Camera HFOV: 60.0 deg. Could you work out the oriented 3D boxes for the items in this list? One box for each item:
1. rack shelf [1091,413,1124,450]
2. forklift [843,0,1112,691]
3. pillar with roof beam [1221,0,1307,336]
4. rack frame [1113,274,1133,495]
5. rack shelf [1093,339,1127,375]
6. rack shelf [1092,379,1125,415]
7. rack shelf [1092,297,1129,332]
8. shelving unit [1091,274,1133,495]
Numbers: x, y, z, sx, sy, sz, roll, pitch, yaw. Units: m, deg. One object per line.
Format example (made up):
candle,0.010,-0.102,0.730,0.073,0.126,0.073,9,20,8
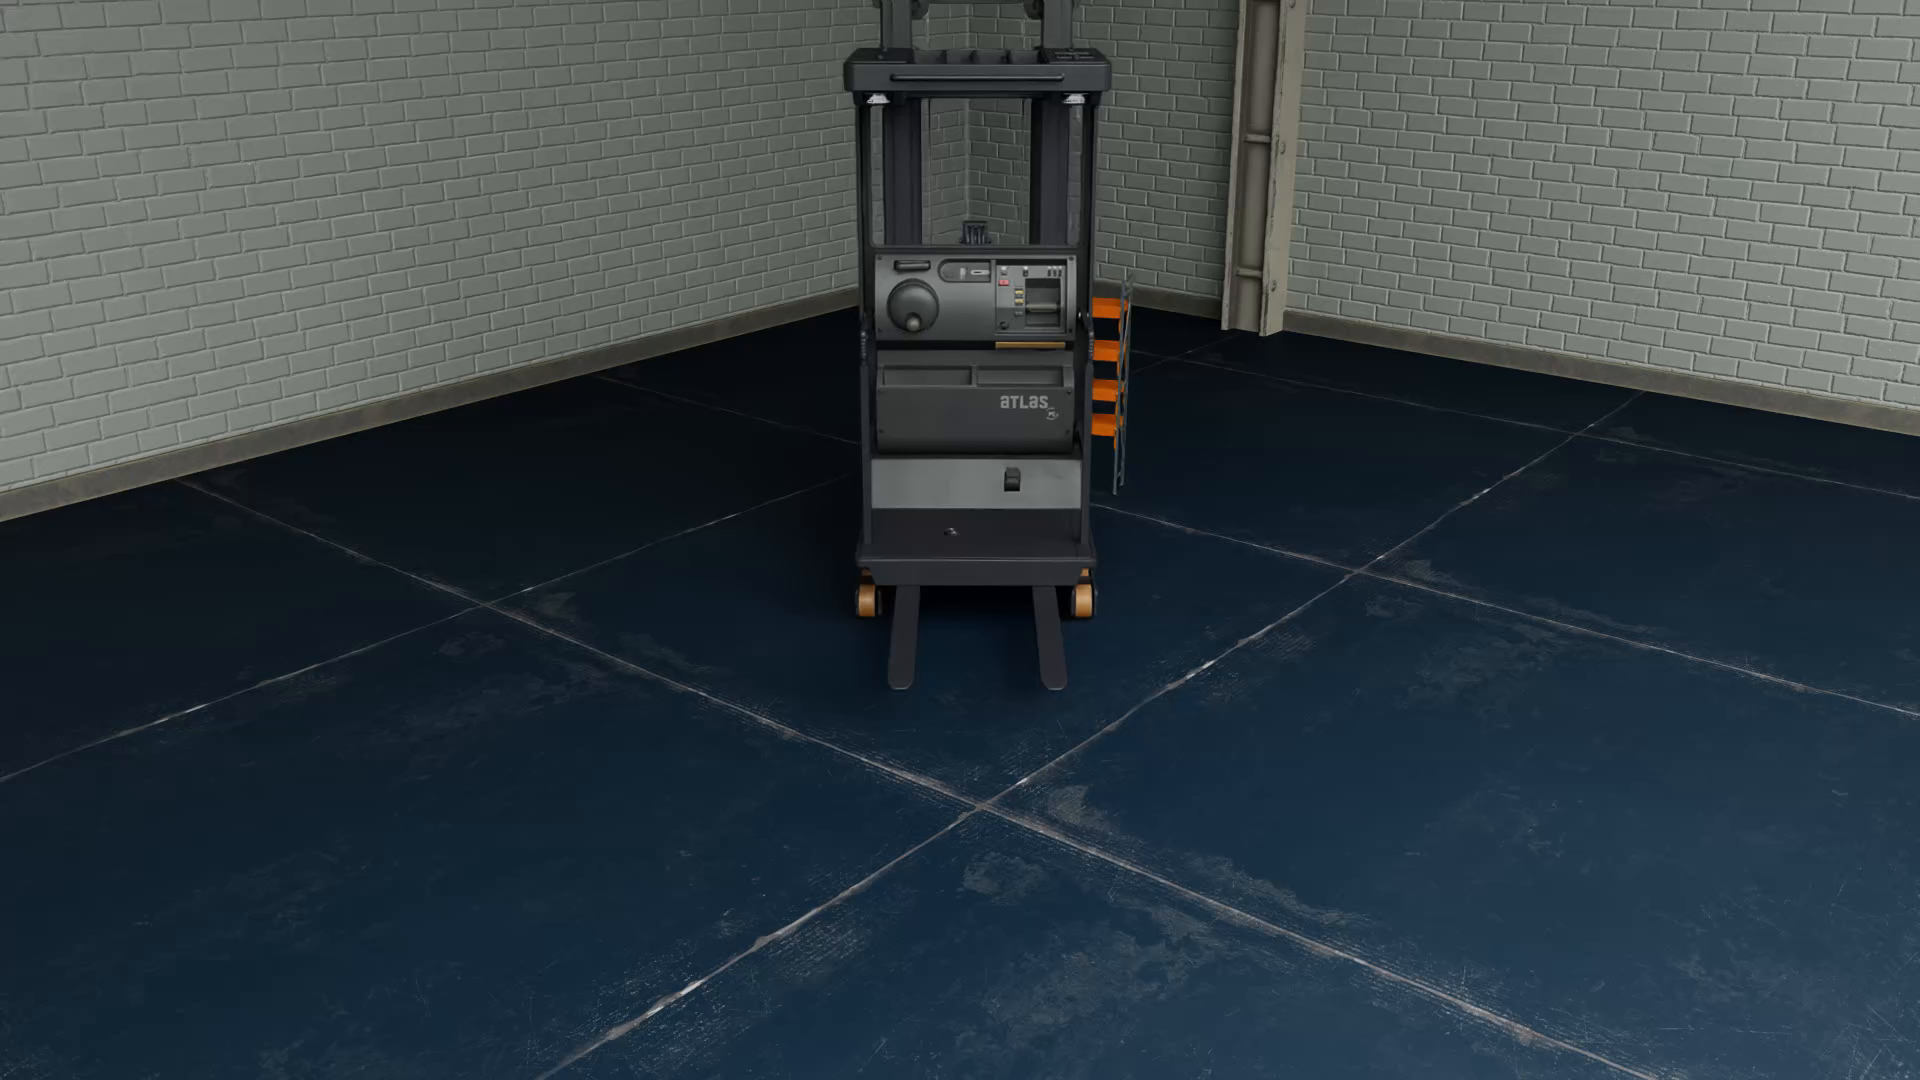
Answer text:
rack shelf,0.667,-0.632,9.382,0.480,0.148,0.258,6,19,15
forklift,0.073,-1.115,7.472,1.130,2.935,3.031,0,21,0
pillar with roof beam,-0.427,-4.690,8.352,0.400,9.000,9.100,16,26,36
rack frame,0.904,-0.860,9.234,0.015,1.200,0.240,6,19,15
rack shelf,0.672,-1.033,9.249,0.480,0.148,0.258,6,19,15
rack shelf,0.669,-0.821,9.319,0.480,0.148,0.258,6,19,15
rack shelf,0.675,-1.257,9.174,0.480,0.148,0.258,6,19,15
shelving unit,0.670,-0.884,9.298,0.503,1.200,0.258,6,19,15
